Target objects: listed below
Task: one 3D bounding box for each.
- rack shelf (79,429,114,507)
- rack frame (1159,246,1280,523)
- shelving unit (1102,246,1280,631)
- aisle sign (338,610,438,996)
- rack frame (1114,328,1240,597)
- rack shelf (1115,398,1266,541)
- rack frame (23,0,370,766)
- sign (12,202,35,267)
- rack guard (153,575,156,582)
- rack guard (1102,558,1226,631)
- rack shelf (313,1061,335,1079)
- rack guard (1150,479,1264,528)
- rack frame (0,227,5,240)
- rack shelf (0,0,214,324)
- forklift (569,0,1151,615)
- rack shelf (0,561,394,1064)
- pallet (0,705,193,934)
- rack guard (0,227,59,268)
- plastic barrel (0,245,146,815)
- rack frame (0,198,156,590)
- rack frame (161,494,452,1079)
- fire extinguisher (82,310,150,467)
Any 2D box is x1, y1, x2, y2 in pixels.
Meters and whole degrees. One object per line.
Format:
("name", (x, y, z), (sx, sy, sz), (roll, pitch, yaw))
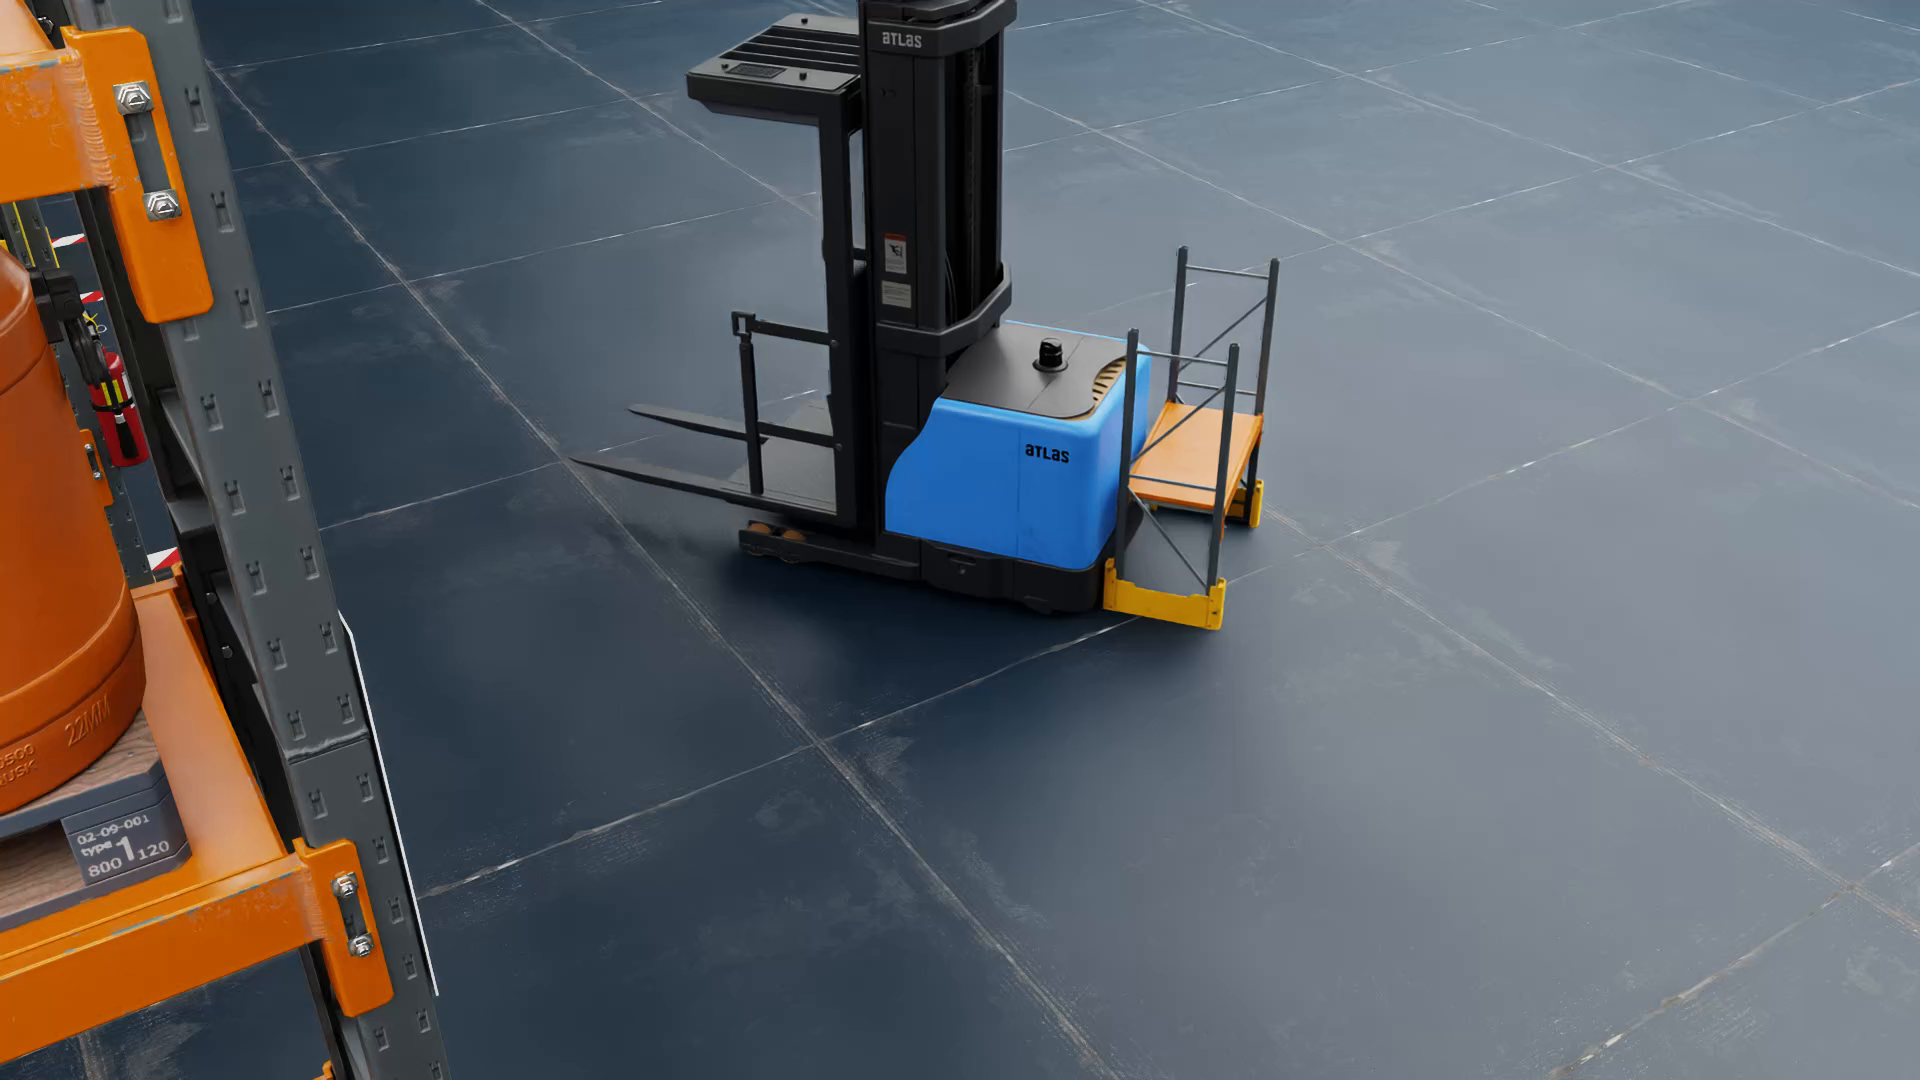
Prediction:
("rack shelf", (-5.622, 0.037, 6.554), (4.000, 0.370, 1.077), (-19, 37, -27))
("rack frame", (1.323, -0.776, 8.575), (0.500, 1.500, 0.032), (11, 34, 16))
("shelving unit", (1.154, -0.516, 8.161), (0.587, 1.500, 1.083), (11, 34, 16))
("aisle sign", (-1.036, 0.388, 2.886), (0.004, 0.787, 0.394), (-19, 37, -27))
("rack frame", (0.990, -0.264, 7.762), (0.500, 1.500, 0.032), (11, 34, 16))
("rack shelf", (1.157, -0.368, 8.264), (0.538, 0.185, 1.000), (11, 34, 16))
("rack frame", (-1.257, -1.162, 2.157), (0.127, 3.000, 1.000), (-19, 37, -27))
("sign", (-3.657, -1.214, 6.482), (0.005, 0.325, 0.100), (-19, 37, -27))
("rack guard", (-4.004, 0.234, 7.911), (0.348, 0.500, 1.175), (-19, 37, -27))
("rack guard", (0.990, 0.264, 8.097), (0.587, 0.250, 0.087), (11, 34, 16))
("rack shelf", (-2.938, 2.258, 3.033), (4.000, 0.370, 1.077), (-19, 37, -27))
("rack guard", (1.316, -0.238, 8.893), (0.587, 0.250, 0.087), (11, 34, 16))
("rack frame", (-6.543, -3.099, 10.851), (0.127, 3.000, 1.000), (-19, 37, -27))
("rack shelf", (-2.938, -0.110, 1.539), (4.000, 0.370, 1.077), (-19, 37, -27))
("forklift", (-0.601, -1.367, 8.170), (3.031, 2.935, 1.130), (12, 34, 18))
("rack shelf", (-2.938, 0.989, 2.233), (4.000, 0.370, 1.077), (-19, 37, -27))
("pallet", (-2.005, 0.382, 2.698), (1.213, 0.211, 1.003), (-19, 37, -27))
("rack guard", (-6.523, -2.049, 11.529), (0.348, 0.500, 1.175), (-19, 37, -27))
("plastic barrel", (-1.597, -0.055, 2.418), (0.708, 0.830, 0.600), (-19, 37, -27))
("rack frame", (-3.941, -0.845, 7.279), (0.127, 3.000, 1.000), (-19, 37, -27))
("rack frame", (-1.257, 1.376, 3.758), (0.127, 3.000, 1.000), (-19, 37, -27))
("fire extinguisher", (-3.595, -0.639, 7.024), (0.183, 0.674, 0.296), (-19, 37, -27))
